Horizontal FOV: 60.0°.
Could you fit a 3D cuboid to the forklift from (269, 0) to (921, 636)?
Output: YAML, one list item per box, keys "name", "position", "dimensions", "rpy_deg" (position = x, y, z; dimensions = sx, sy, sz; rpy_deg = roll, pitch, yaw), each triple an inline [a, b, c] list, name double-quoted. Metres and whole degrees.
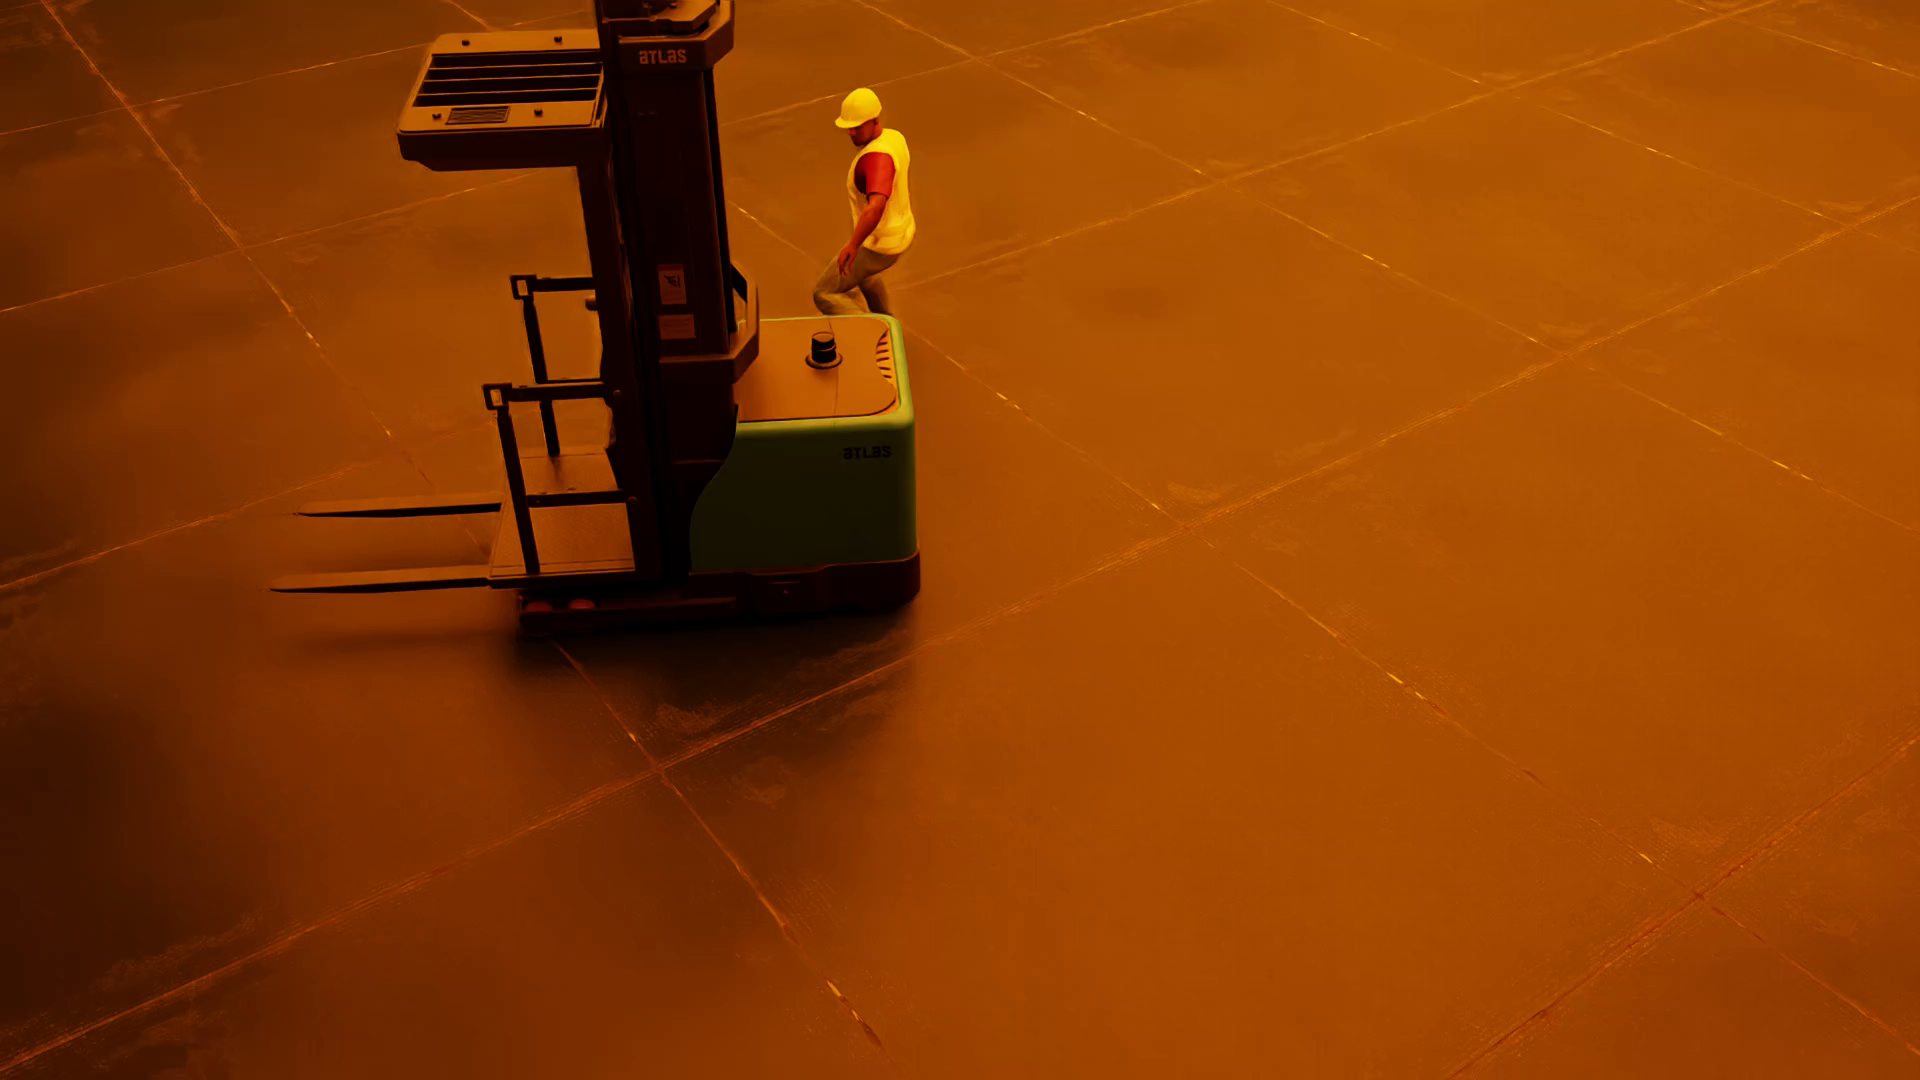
- name: "forklift"
  position: [-1.739, -1.057, 7.374]
  dimensions: [3.031, 2.935, 1.130]
  rpy_deg: [-3, 37, -5]

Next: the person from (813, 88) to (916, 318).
- name: "person"
  position: [-0.499, -1.778, 9.483]
  dimensions: [0.503, 1.641, 1.127]
  rpy_deg: [11, 38, 15]
